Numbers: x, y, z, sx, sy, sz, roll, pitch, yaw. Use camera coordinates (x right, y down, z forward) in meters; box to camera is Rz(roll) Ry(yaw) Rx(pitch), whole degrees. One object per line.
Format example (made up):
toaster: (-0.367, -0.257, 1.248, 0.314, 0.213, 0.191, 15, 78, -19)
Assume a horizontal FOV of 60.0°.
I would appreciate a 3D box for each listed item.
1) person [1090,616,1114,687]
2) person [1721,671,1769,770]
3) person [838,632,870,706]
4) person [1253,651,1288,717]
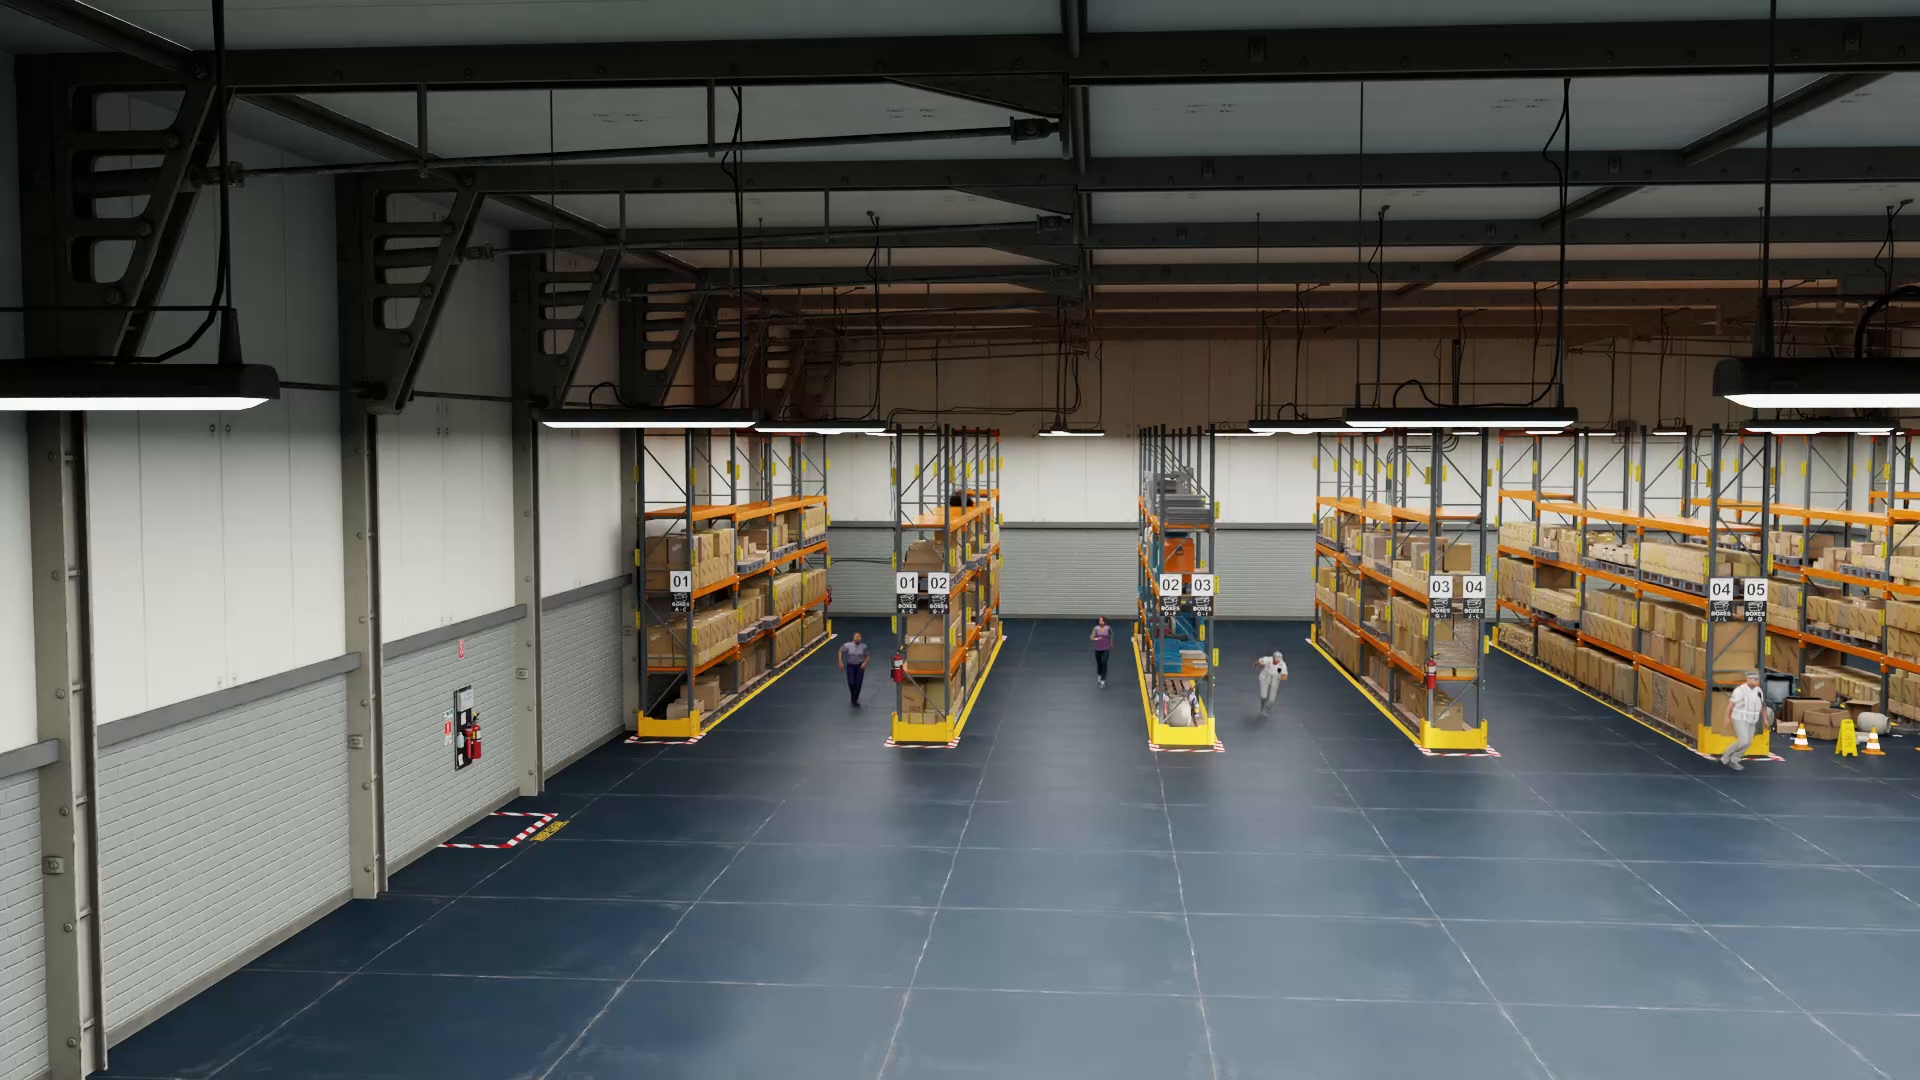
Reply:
person: (3.287, 2.555, 38.521, 0.531, 1.606, 0.861, 0, 4, 7)
person: (13.564, 3.111, 28.749, 0.665, 1.748, 0.588, -1, 4, -23)
person: (-2.258, 2.760, 35.569, 0.689, 1.609, 0.568, -1, 4, -8)
person: (6.342, 2.942, 33.900, 0.618, 1.420, 0.953, 0, 3, 0)
